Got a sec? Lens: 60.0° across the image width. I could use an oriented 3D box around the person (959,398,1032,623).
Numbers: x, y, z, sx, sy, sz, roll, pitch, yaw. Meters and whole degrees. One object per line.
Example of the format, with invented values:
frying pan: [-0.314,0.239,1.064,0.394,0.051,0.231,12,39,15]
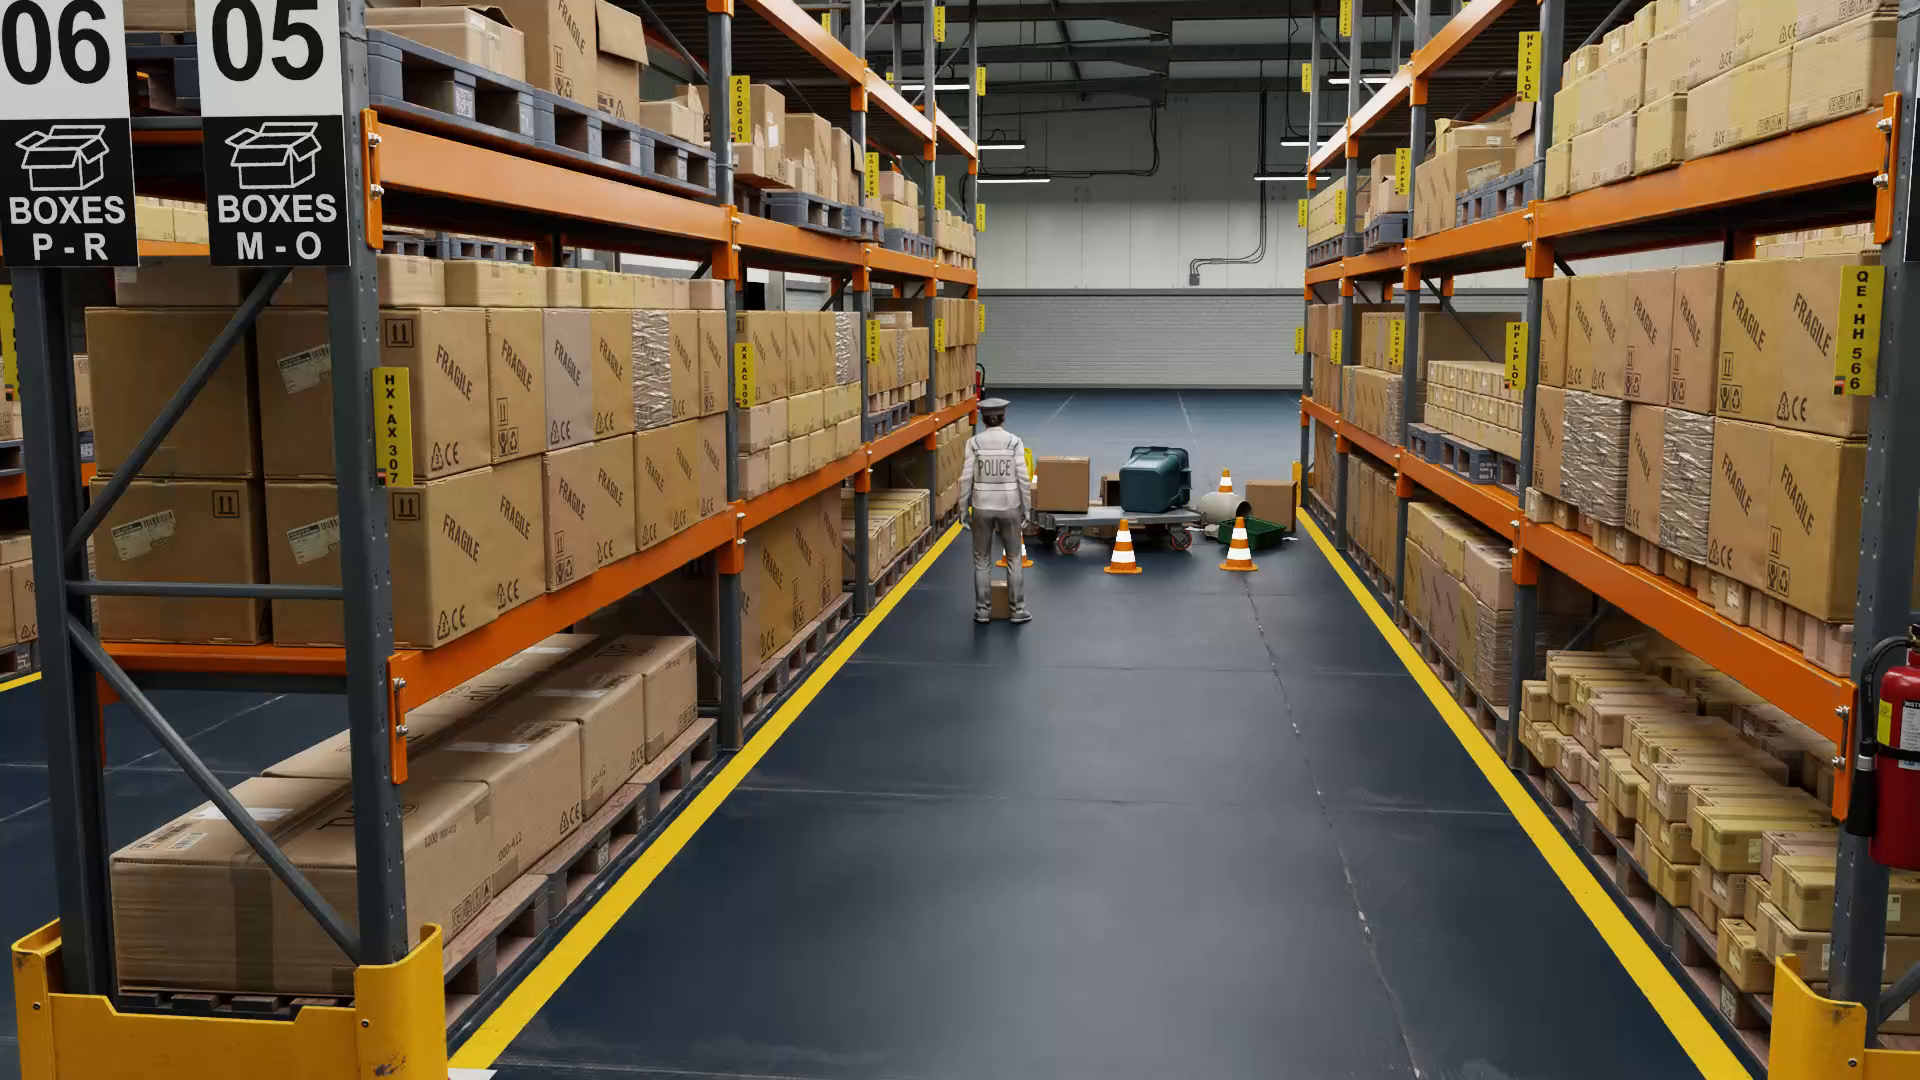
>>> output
person: [0.263,-0.216,12.367,0.547,1.667,0.369,0,8,3]
